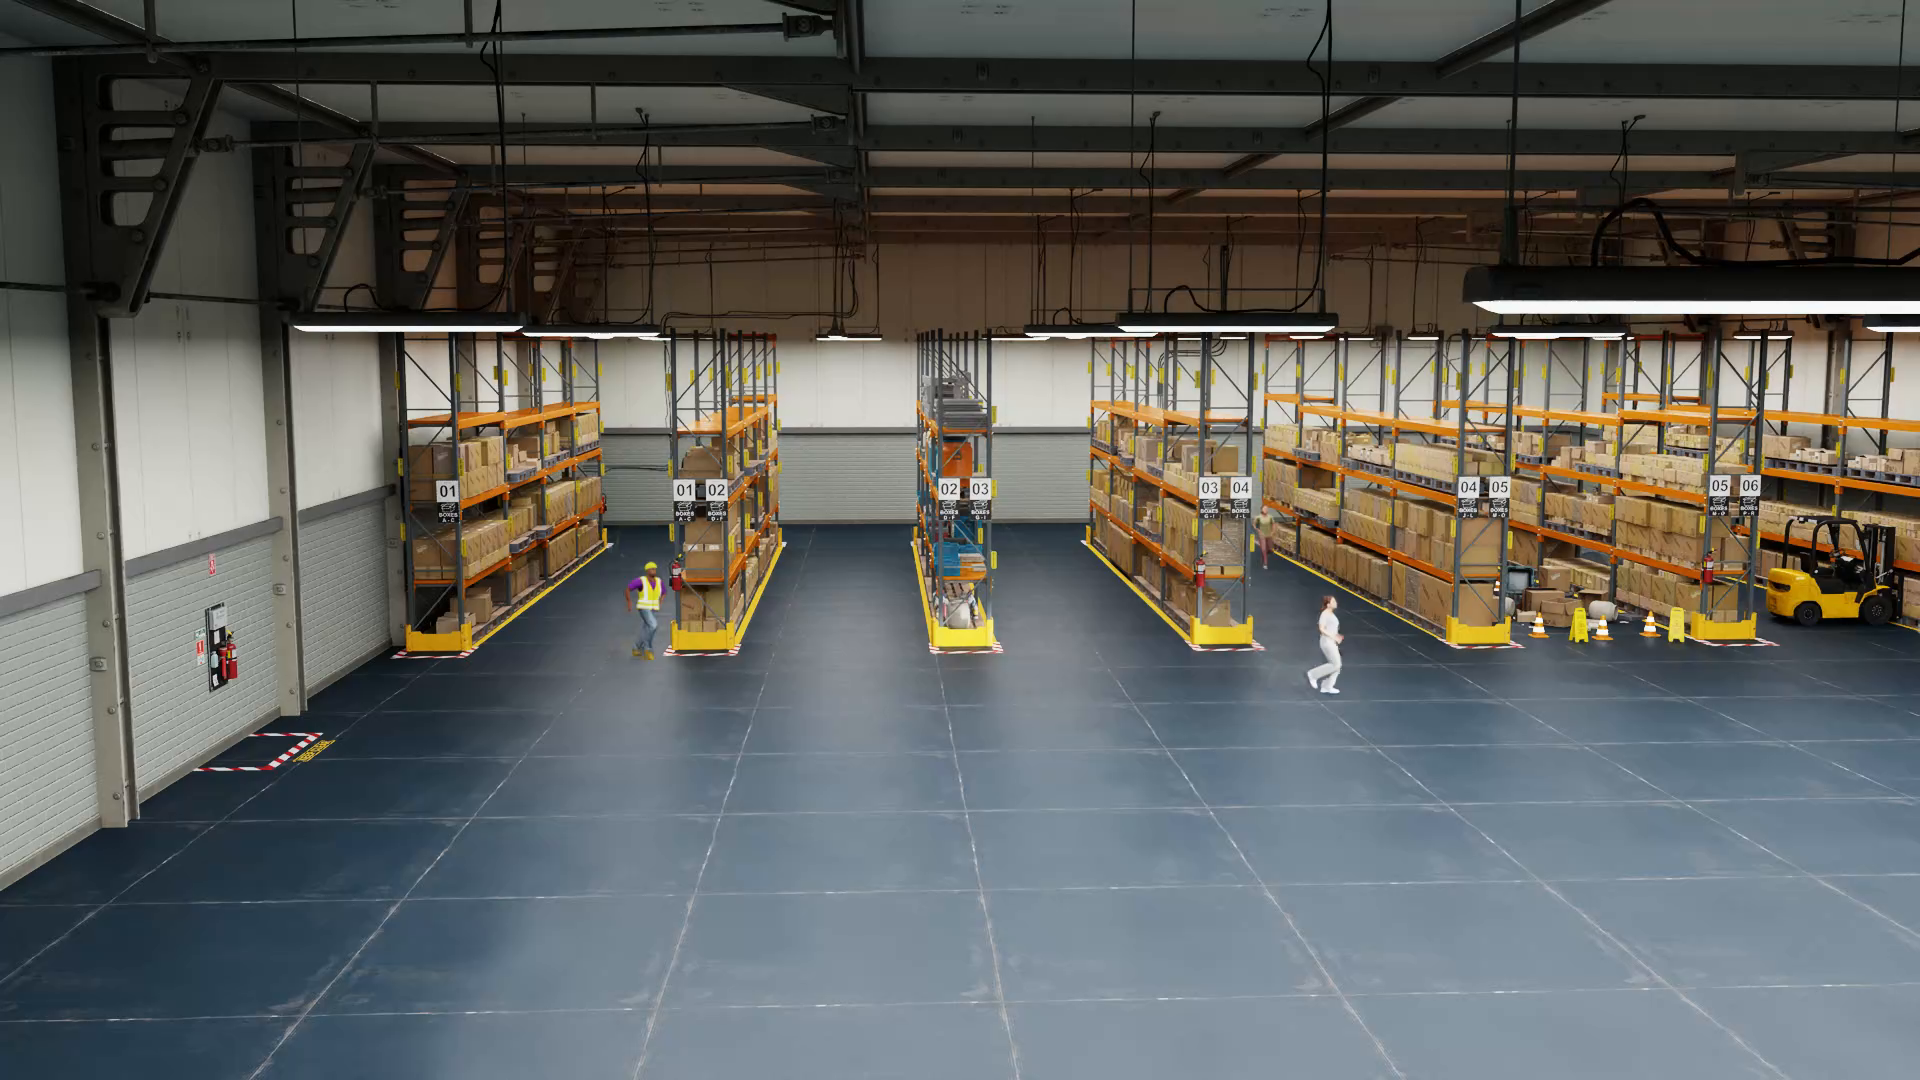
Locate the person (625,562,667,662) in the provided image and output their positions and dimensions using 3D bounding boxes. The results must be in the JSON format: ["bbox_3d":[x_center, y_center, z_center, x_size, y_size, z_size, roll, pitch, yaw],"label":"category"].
[{"bbox_3d":[-5.656,1.282,30.315,0.724,1.745,0.712,6,9,42],"label":"person"}]

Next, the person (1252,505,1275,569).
[{"bbox_3d":[7.799,-0.096,42.663,0.607,1.629,0.624,-1,7,-6],"label":"person"}]

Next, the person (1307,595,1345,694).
[{"bbox_3d":[6.009,1.703,27.306,0.558,1.624,0.549,3,7,22],"label":"person"}]
